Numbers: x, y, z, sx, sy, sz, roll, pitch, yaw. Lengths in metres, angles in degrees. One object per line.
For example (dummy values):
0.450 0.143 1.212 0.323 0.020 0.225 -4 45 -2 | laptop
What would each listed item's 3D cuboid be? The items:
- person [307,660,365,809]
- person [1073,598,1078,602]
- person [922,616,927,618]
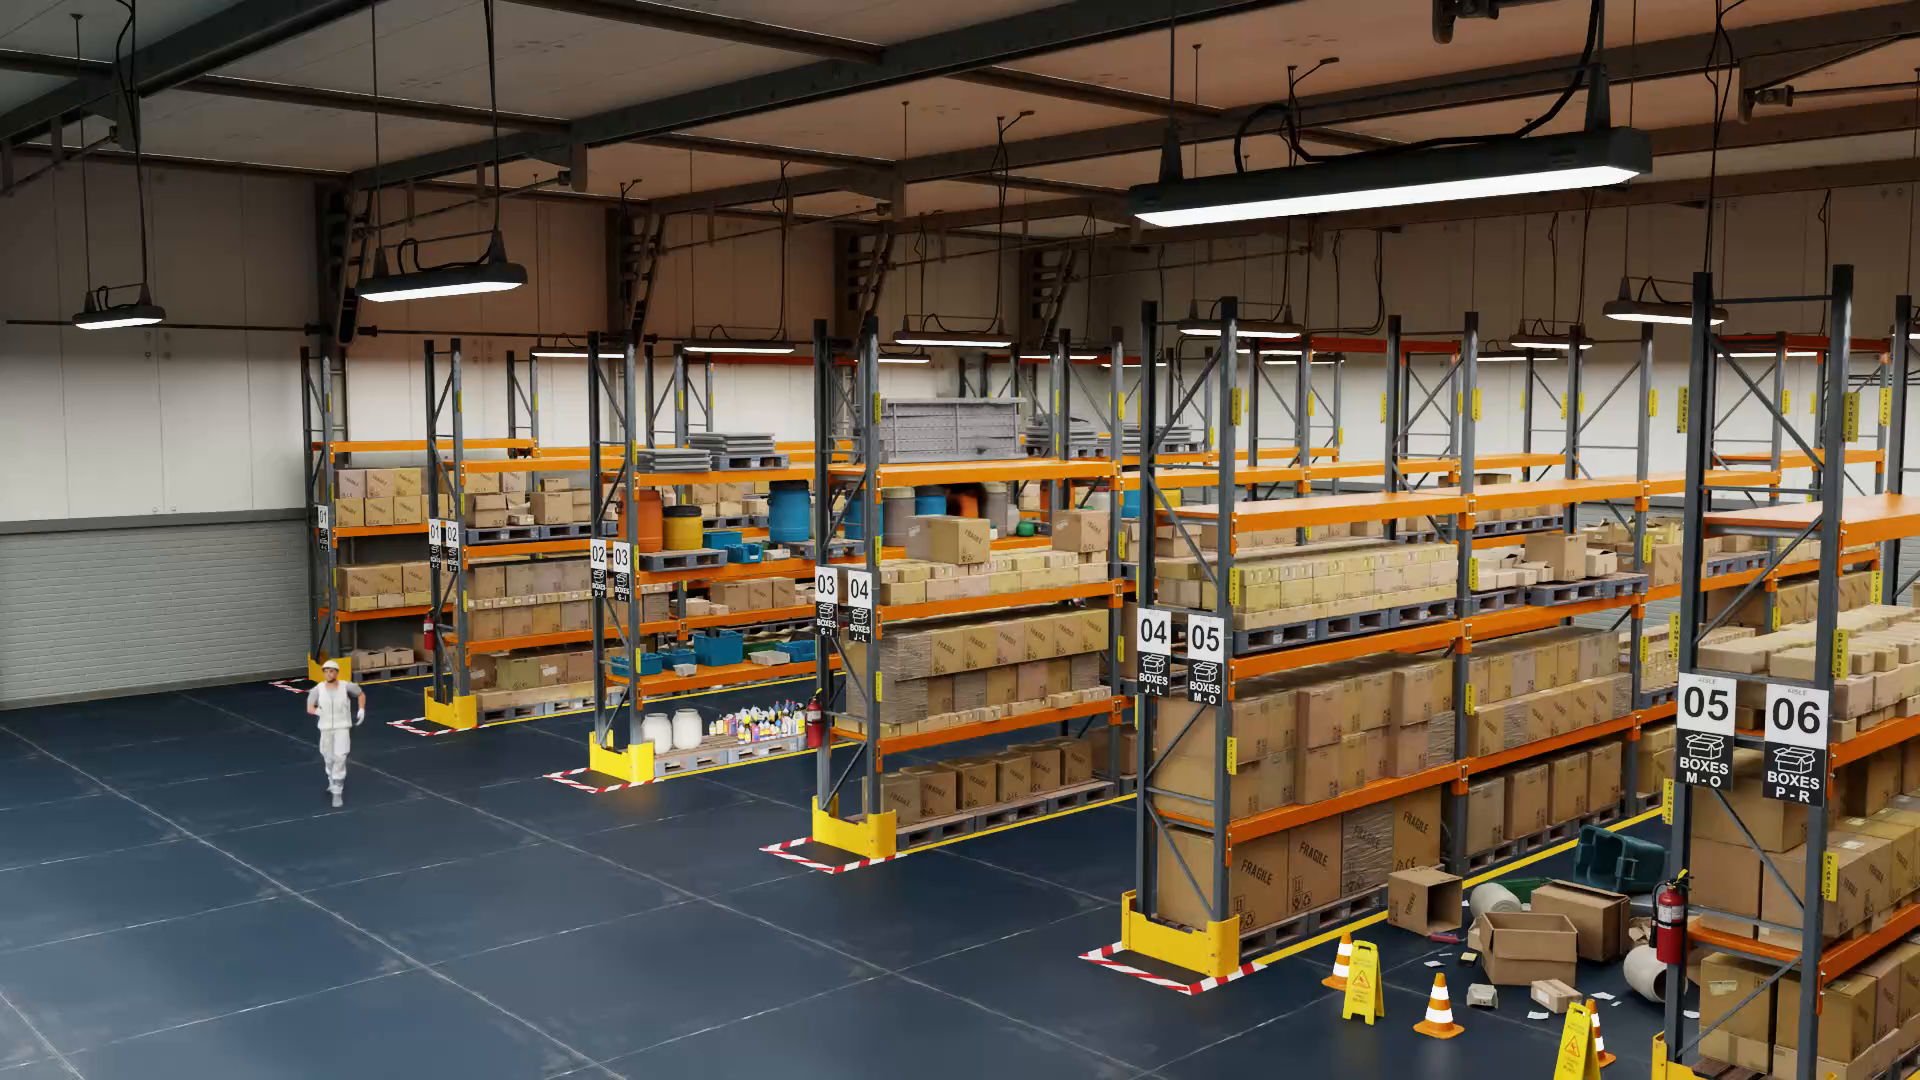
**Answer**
-7.927 2.428 21.092 0.669 1.812 0.893 -1 5 -10 | person
1.896 1.433 32.148 0.644 1.793 0.910 4 7 39 | person
-0.471 1.480 28.883 0.652 1.836 0.653 3 6 34 | person
